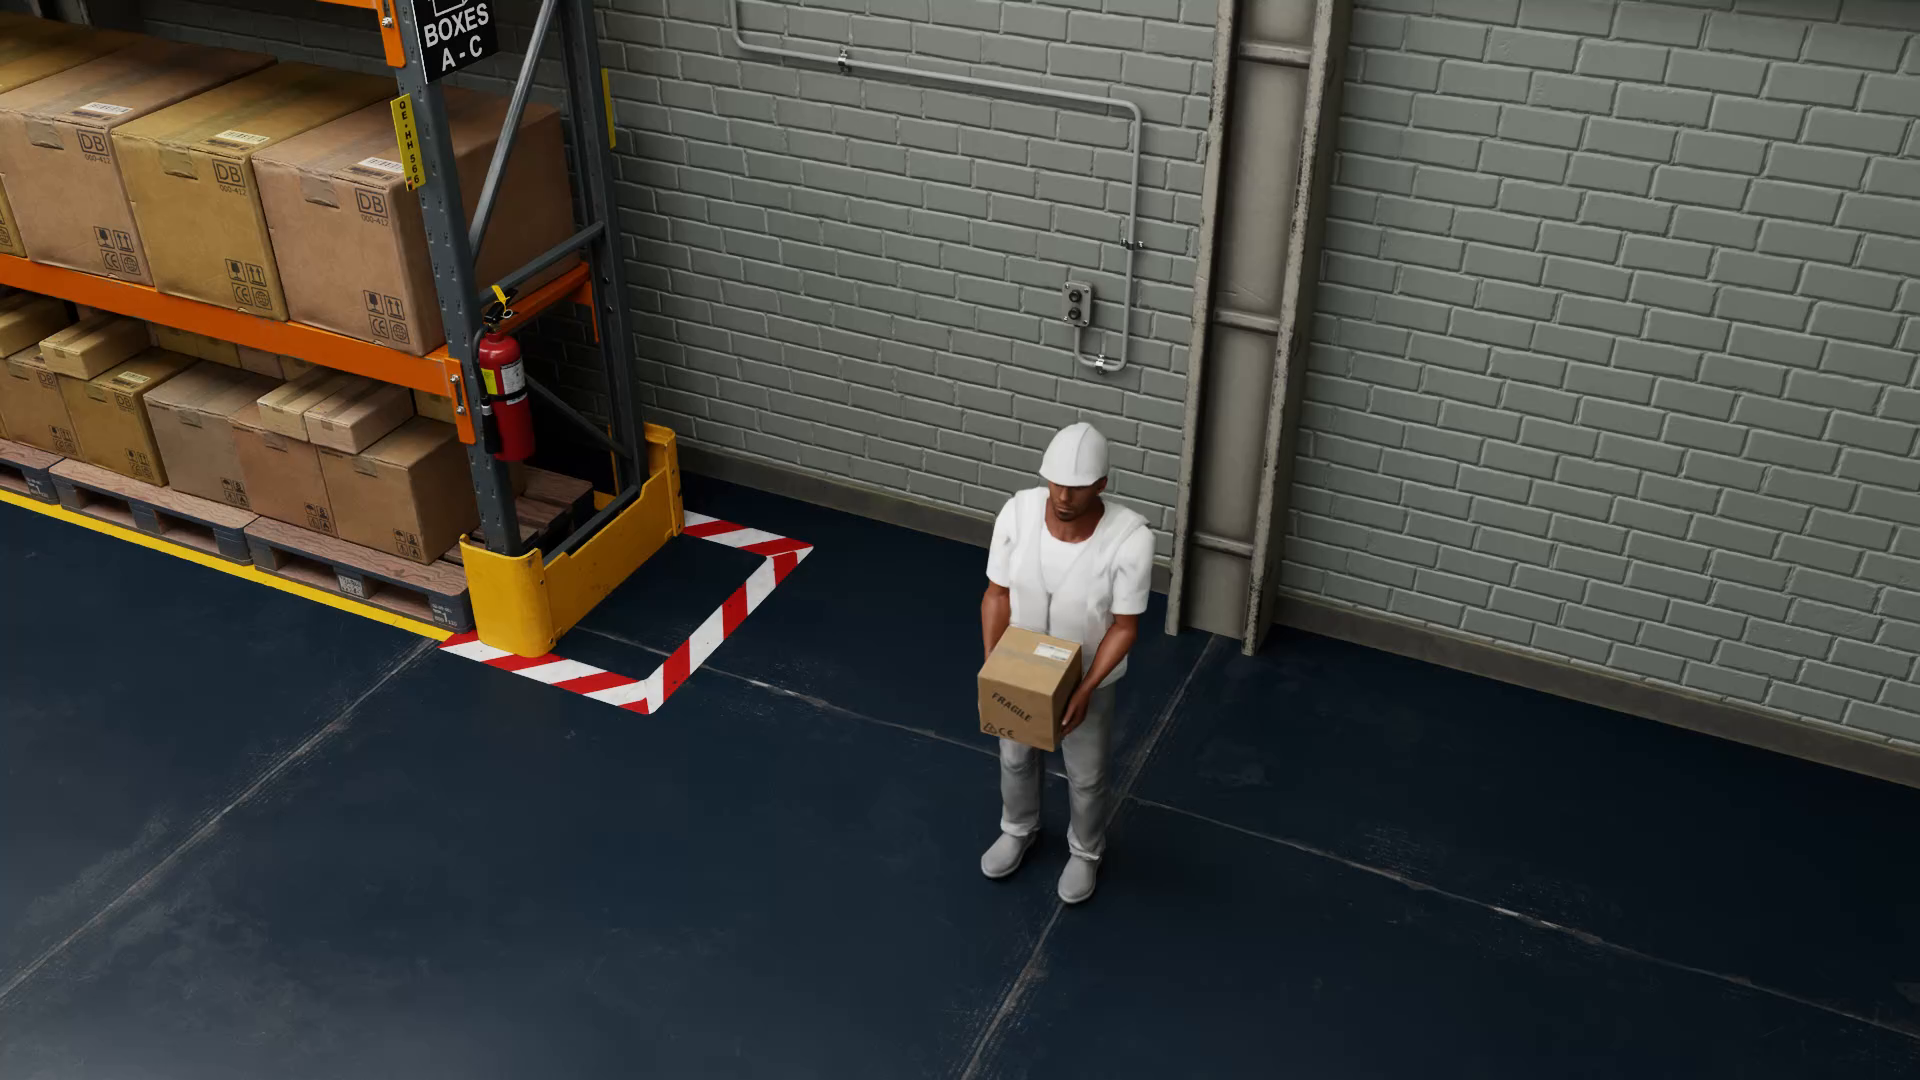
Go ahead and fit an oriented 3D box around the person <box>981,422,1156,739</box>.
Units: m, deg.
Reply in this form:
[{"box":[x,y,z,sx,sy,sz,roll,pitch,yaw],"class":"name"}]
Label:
[{"box":[0.302,0.112,5.194,0.542,0.938,0.536,14,36,20],"class":"person"}]
